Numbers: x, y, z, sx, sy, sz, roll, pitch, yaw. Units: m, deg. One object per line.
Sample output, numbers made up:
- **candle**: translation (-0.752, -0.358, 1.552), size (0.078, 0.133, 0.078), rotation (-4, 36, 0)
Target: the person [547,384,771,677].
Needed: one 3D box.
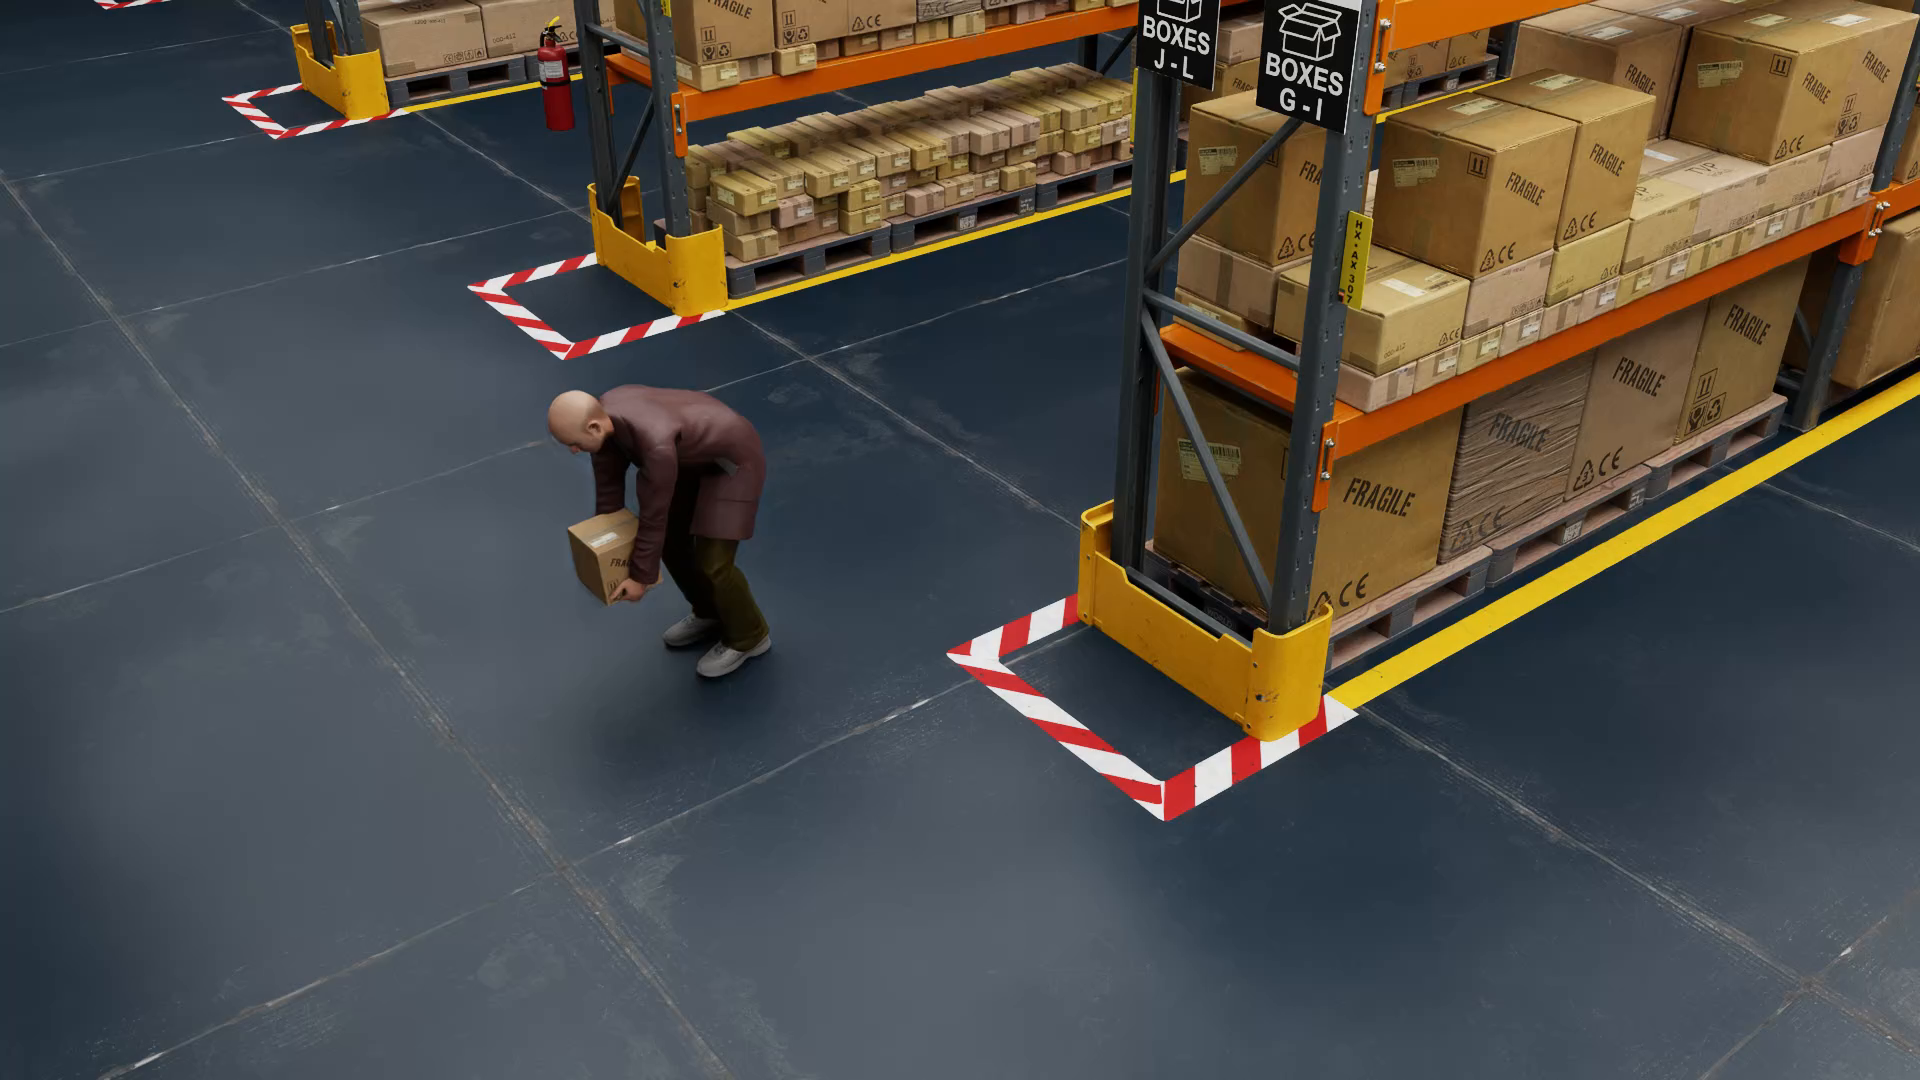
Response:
- **person**: translation (-1.177, -0.070, 6.643), size (0.876, 1.381, 0.563), rotation (-24, 39, -33)
